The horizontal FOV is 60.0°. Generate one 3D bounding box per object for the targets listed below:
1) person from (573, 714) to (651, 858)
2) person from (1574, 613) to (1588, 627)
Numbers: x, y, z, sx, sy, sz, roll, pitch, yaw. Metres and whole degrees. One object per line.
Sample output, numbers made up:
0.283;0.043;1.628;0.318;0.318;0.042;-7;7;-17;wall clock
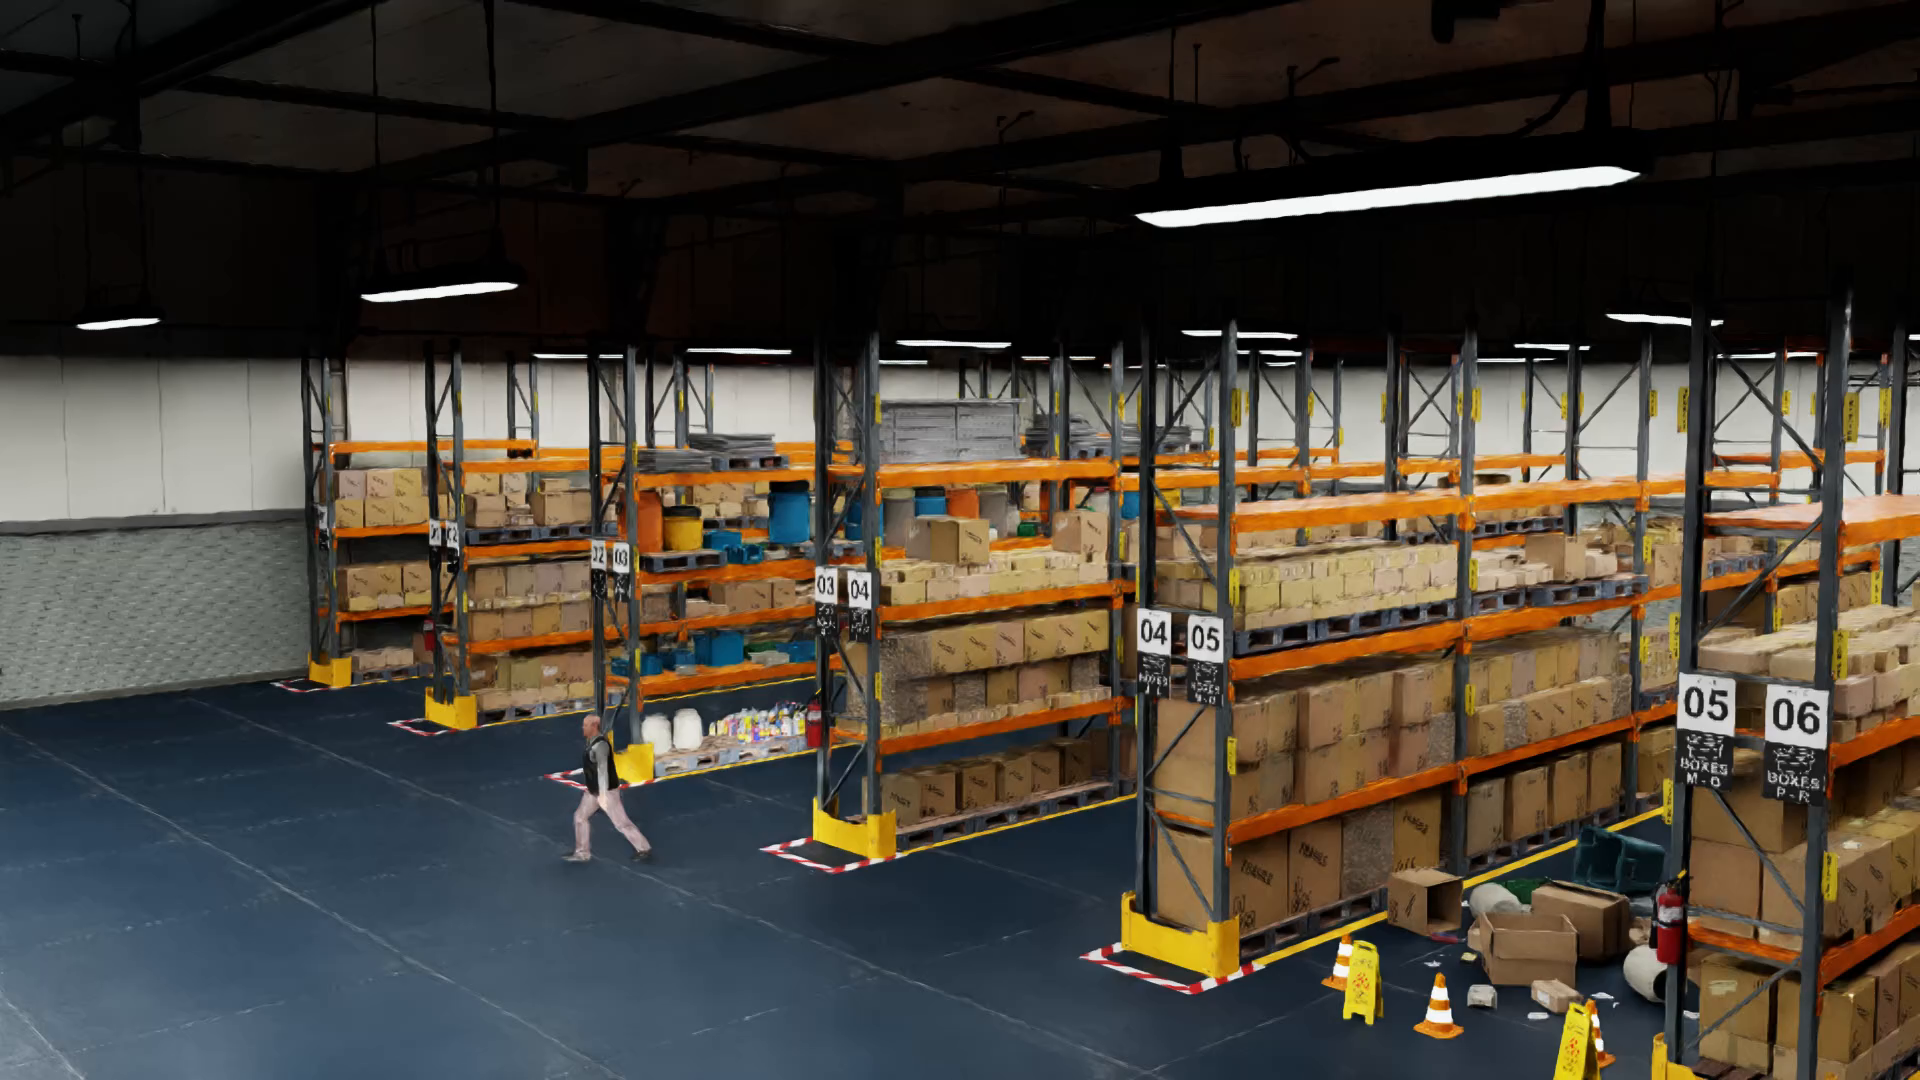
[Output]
-3.828;2.702;18.287;0.811;1.611;0.574;-2;5;-22;person
12.161;1.527;32.914;1.126;1.457;0.532;-4;7;-40;person
